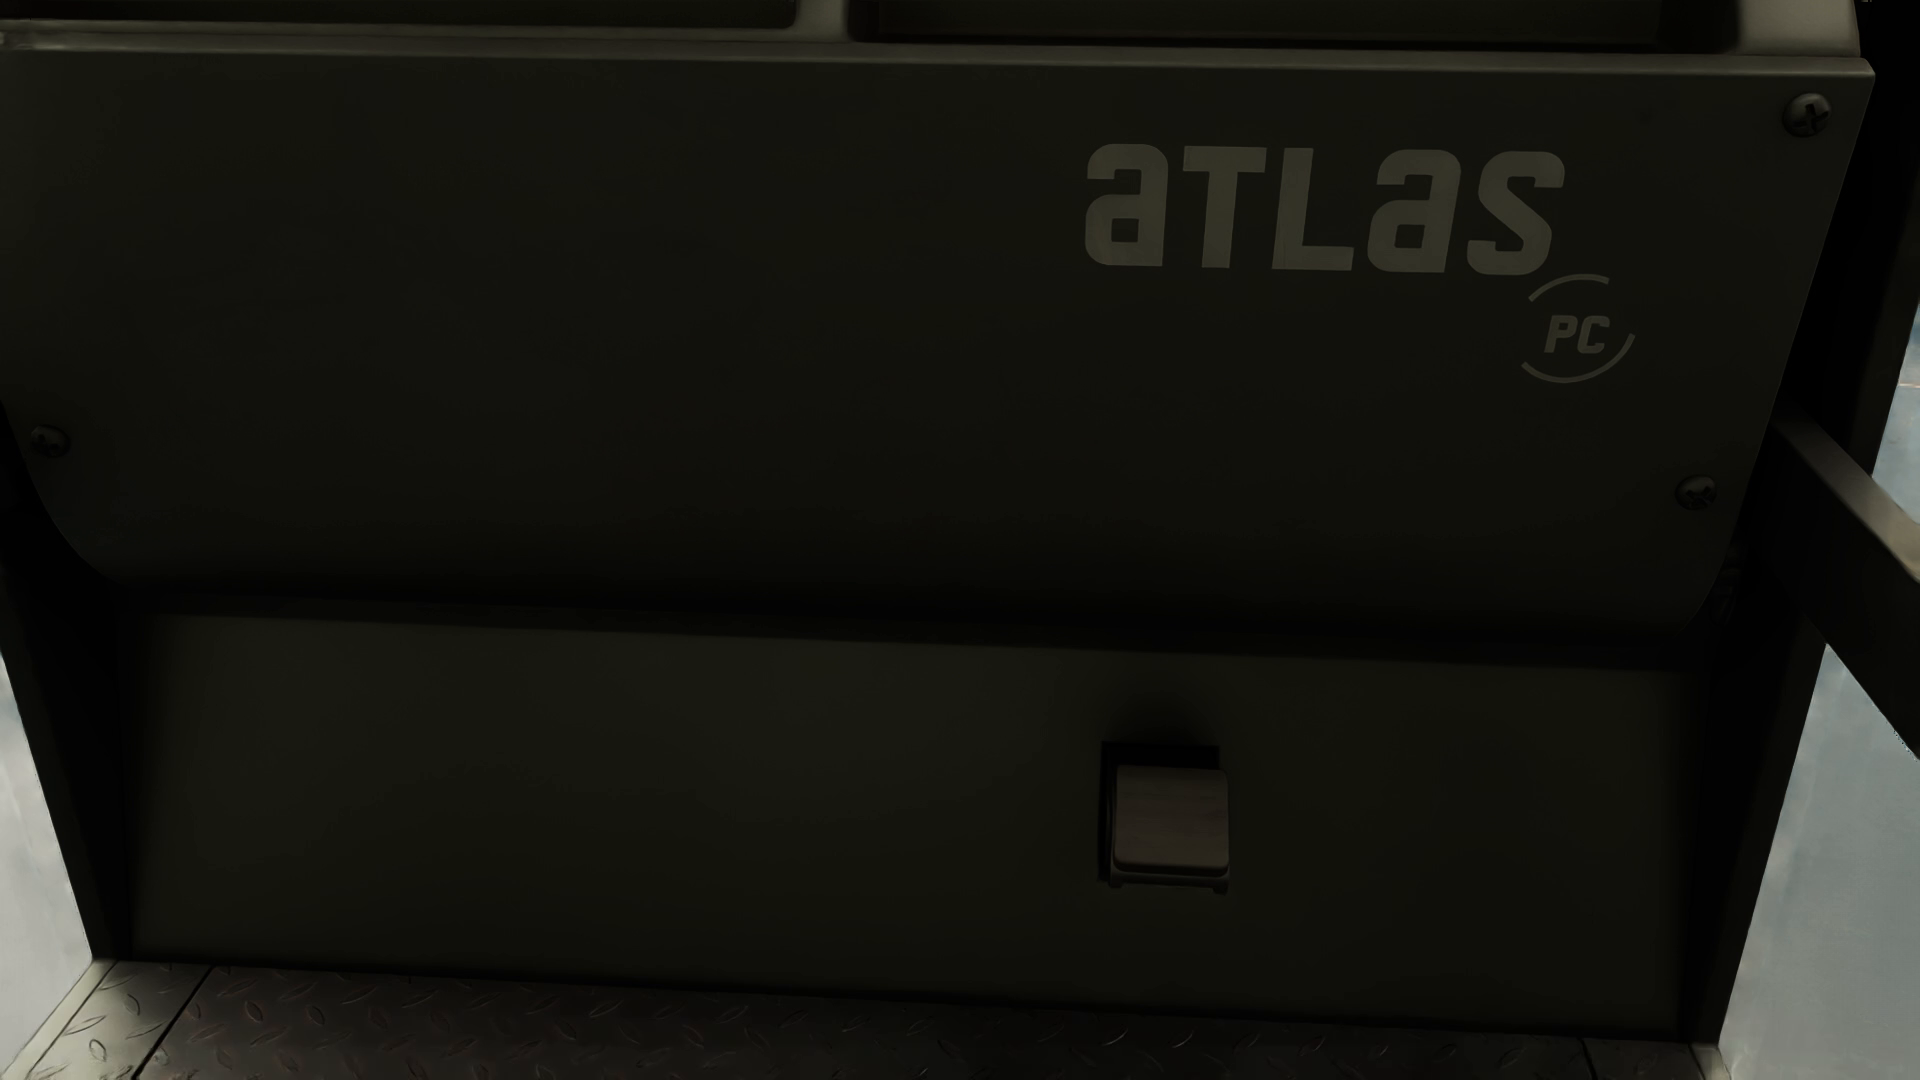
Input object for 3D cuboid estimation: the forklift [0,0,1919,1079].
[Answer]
[{"bbox_3d":[-0.069,-0.593,0.421,1.130,2.935,3.031,2,27,4],"label":"forklift"}]
